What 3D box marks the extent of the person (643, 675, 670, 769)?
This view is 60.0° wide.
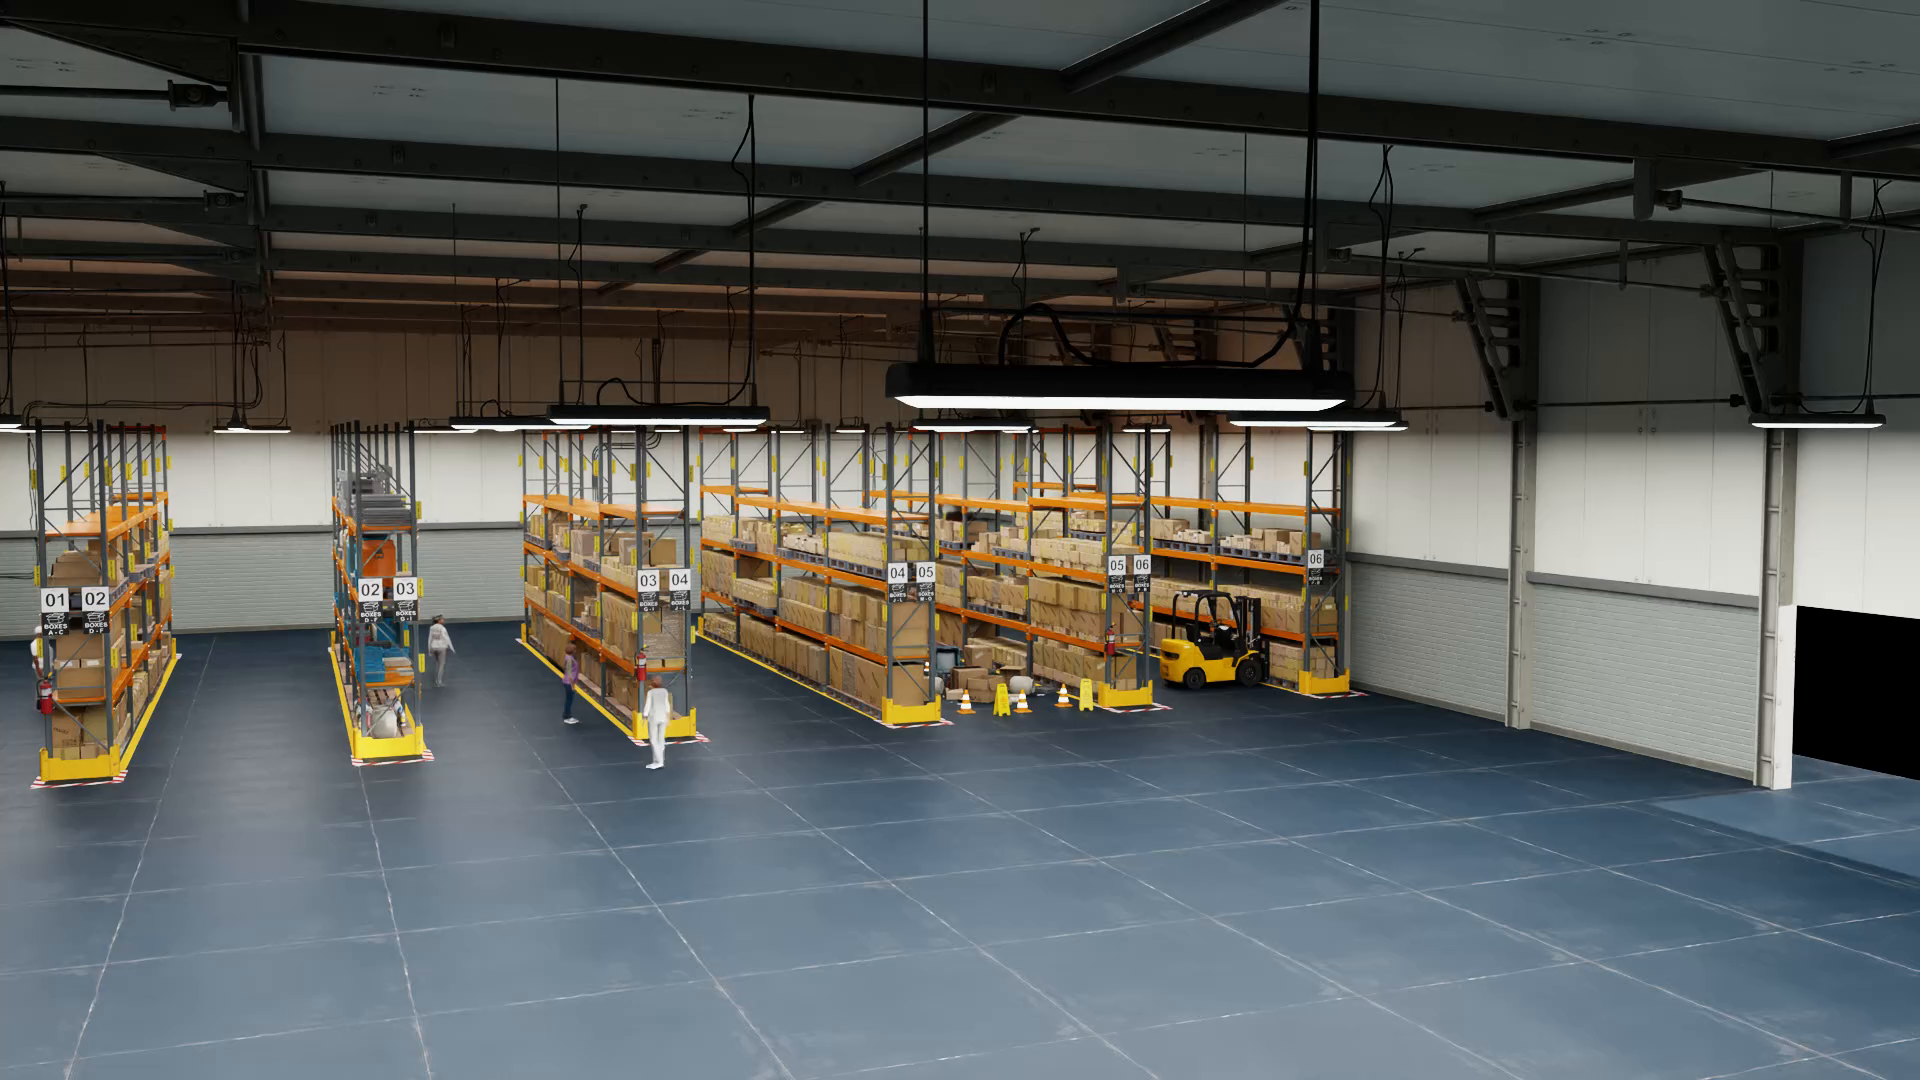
[{"bbox_3d":[-5.229,3.131,28.686,0.460,1.614,0.352,-2,4,-34],"label":"person"}]

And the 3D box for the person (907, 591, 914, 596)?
[{"bbox_3d":[-1.247,2.123,42.288,0.449,1.667,0.673,-2,4,-34],"label":"person"}]

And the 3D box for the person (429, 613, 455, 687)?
[{"bbox_3d":[-11.846,2.519,37.896,0.624,1.728,0.479,1,4,21],"label":"person"}]

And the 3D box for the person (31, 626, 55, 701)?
[{"bbox_3d":[-19.115,2.702,34.787,0.553,1.812,0.580,1,4,14],"label":"person"}]

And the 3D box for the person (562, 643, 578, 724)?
[{"bbox_3d":[-7.769,2.854,33.128,0.352,1.604,0.465,0,4,-4],"label":"person"}]
